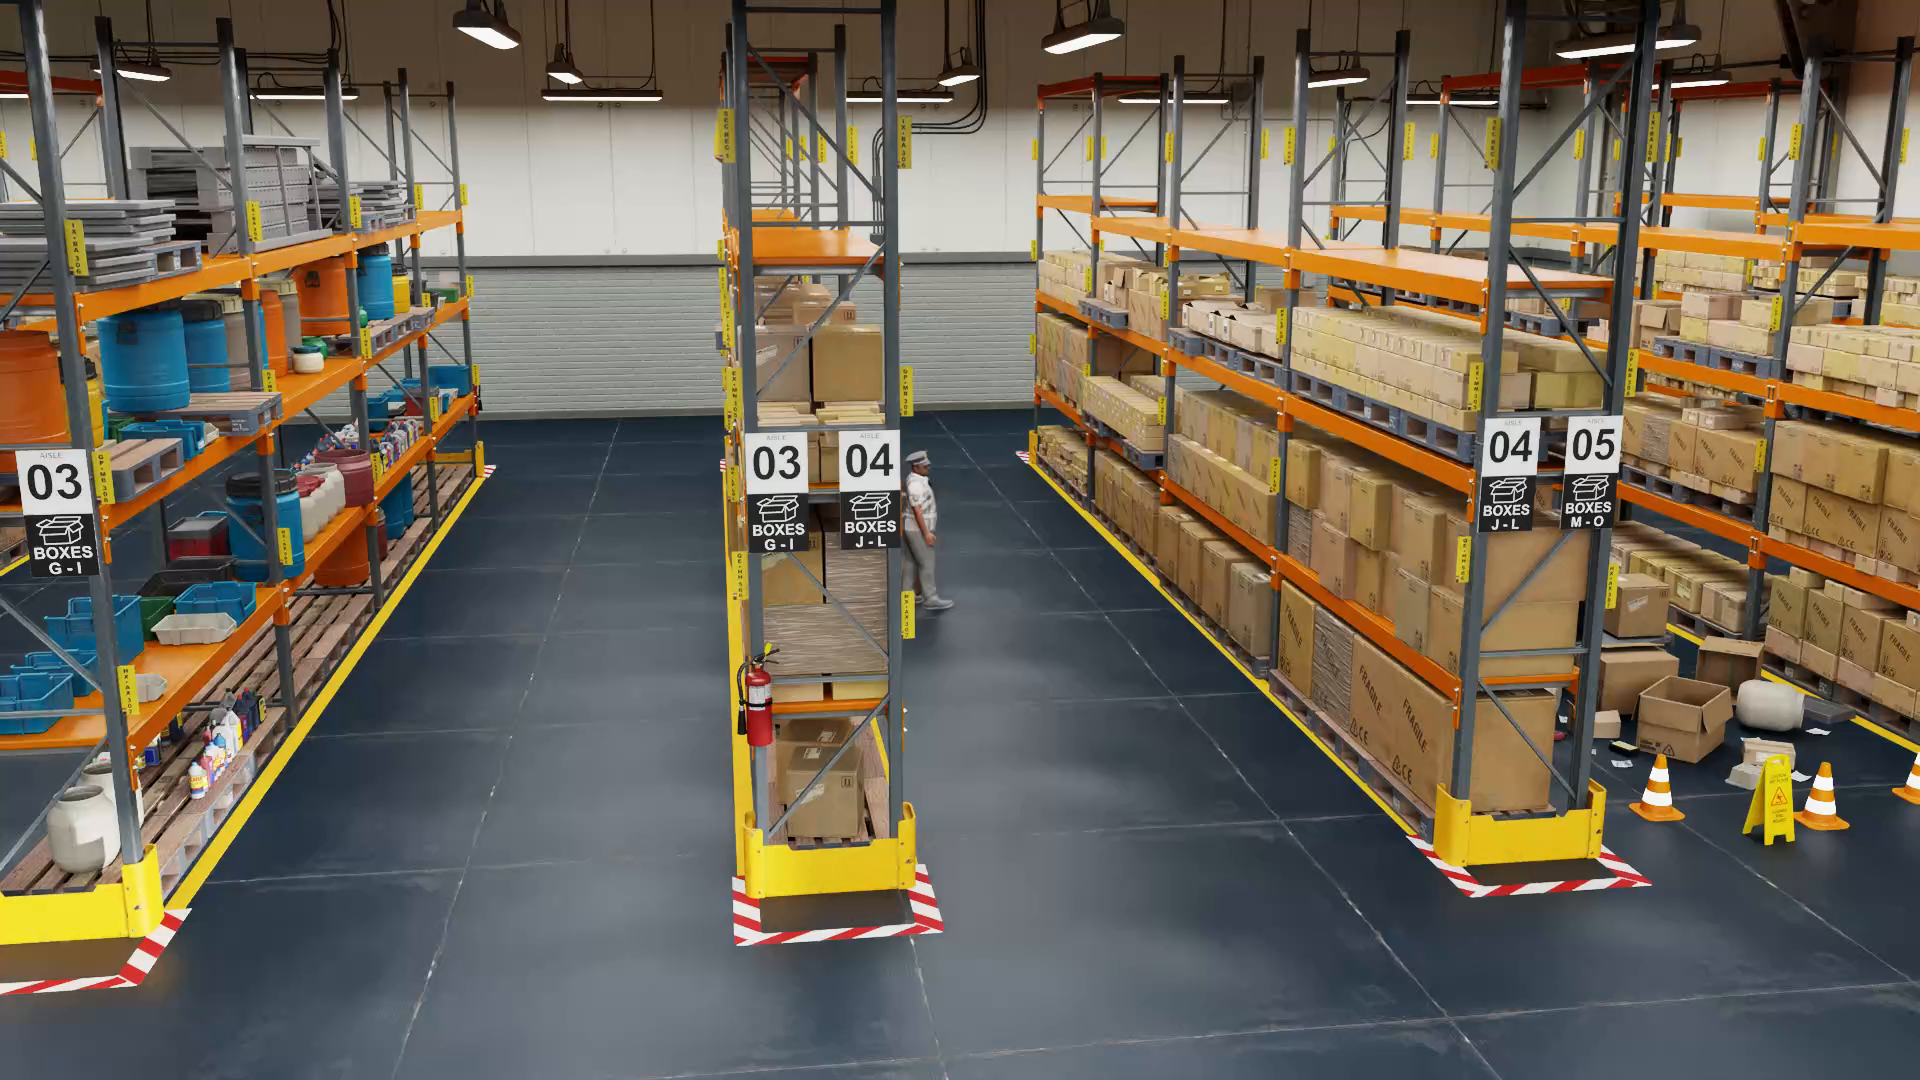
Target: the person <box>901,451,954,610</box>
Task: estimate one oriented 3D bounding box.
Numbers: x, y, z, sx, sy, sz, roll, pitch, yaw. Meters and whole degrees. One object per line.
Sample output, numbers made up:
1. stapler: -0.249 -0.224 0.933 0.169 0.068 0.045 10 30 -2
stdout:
1. person: -0.365 -0.112 18.330 0.574 1.764 0.627 -2 13 -7
